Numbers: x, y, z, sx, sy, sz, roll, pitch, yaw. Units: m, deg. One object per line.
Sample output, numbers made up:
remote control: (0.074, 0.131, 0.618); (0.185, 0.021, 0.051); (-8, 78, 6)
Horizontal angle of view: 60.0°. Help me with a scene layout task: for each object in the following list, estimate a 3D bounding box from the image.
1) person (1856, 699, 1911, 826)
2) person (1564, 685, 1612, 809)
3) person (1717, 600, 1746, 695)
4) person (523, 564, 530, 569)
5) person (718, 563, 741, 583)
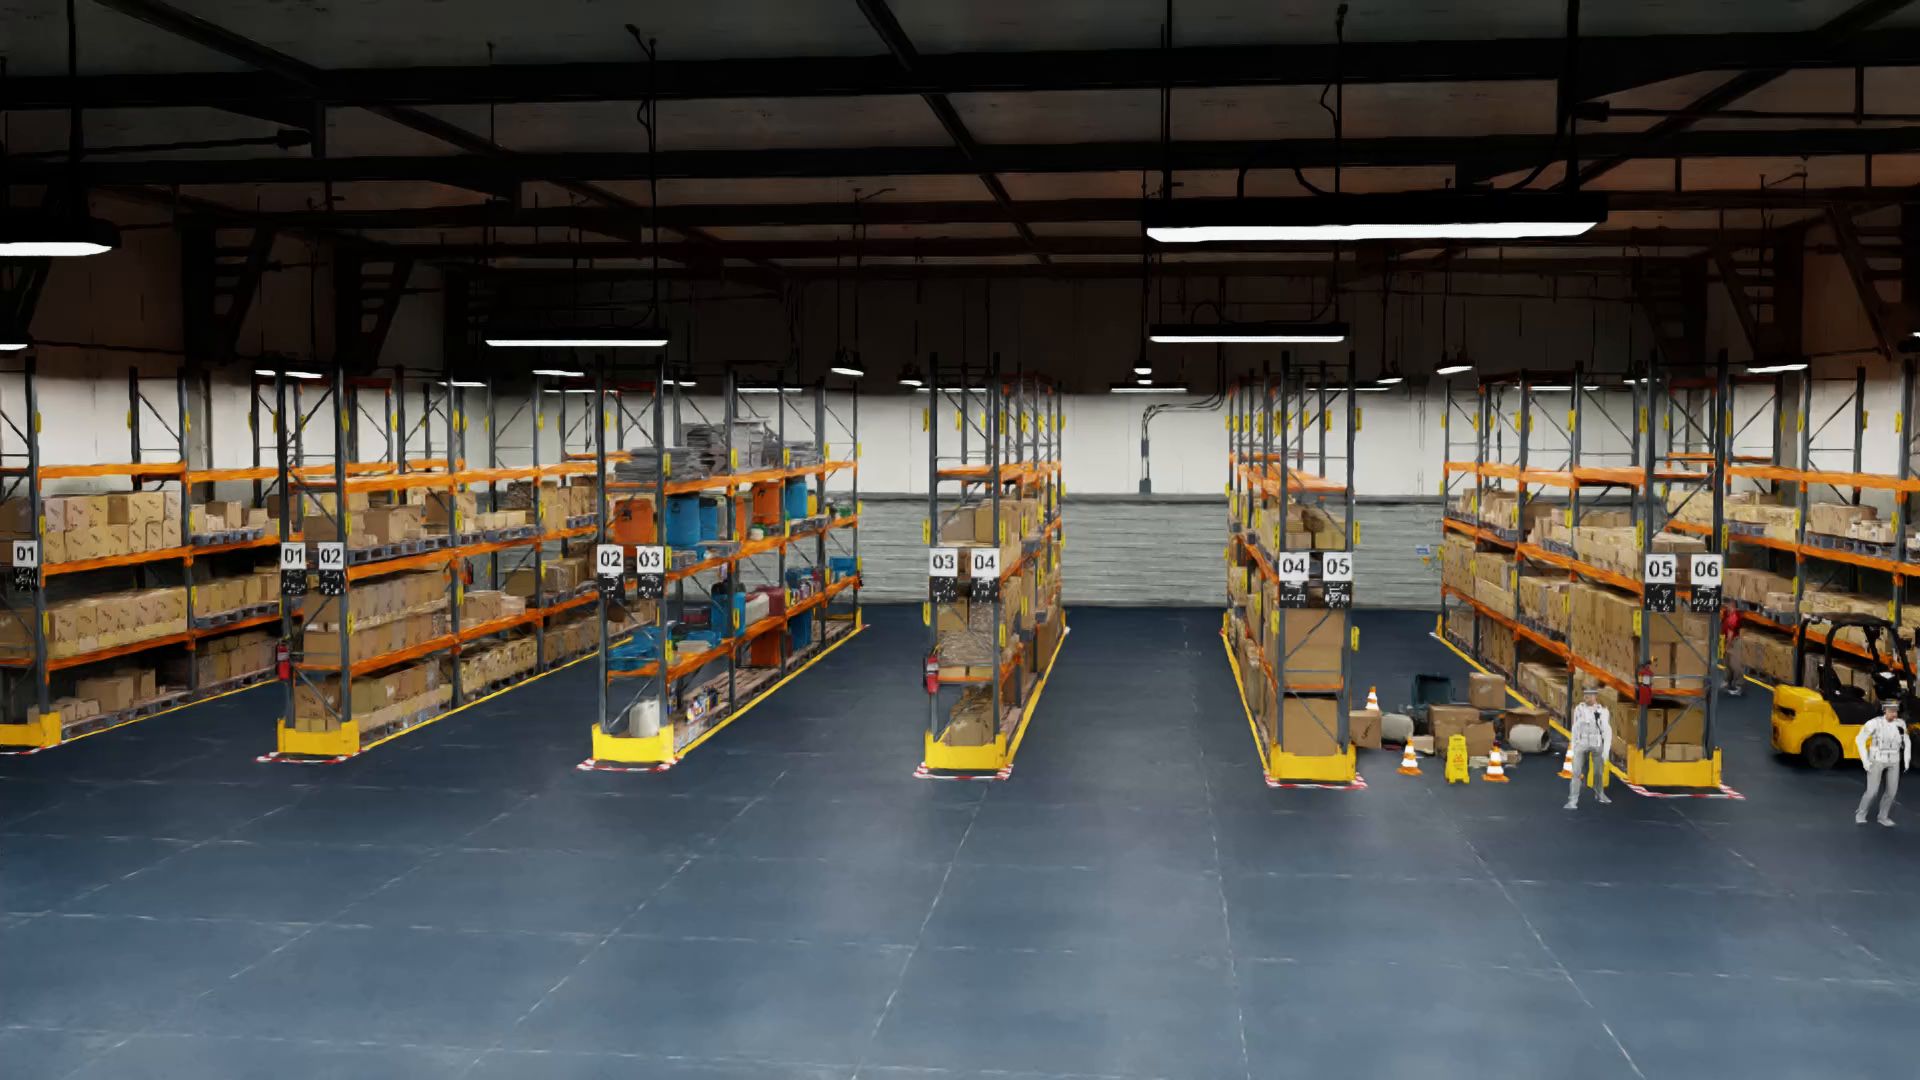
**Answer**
person: (11.438, 2.738, 20.606); (0.639, 1.632, 0.512); (0, 4, 4)
person: (8.172, 2.668, 21.569); (0.524, 1.611, 0.919); (2, 5, 30)
person: (14.215, 1.959, 30.702); (0.593, 1.712, 0.638); (2, 5, 28)
person: (-10.393, 1.367, 39.972); (0.448, 1.586, 1.099); (1, 4, 9)
person: (-6.071, 1.121, 43.736); (0.625, 1.596, 0.517); (0, 4, 4)
